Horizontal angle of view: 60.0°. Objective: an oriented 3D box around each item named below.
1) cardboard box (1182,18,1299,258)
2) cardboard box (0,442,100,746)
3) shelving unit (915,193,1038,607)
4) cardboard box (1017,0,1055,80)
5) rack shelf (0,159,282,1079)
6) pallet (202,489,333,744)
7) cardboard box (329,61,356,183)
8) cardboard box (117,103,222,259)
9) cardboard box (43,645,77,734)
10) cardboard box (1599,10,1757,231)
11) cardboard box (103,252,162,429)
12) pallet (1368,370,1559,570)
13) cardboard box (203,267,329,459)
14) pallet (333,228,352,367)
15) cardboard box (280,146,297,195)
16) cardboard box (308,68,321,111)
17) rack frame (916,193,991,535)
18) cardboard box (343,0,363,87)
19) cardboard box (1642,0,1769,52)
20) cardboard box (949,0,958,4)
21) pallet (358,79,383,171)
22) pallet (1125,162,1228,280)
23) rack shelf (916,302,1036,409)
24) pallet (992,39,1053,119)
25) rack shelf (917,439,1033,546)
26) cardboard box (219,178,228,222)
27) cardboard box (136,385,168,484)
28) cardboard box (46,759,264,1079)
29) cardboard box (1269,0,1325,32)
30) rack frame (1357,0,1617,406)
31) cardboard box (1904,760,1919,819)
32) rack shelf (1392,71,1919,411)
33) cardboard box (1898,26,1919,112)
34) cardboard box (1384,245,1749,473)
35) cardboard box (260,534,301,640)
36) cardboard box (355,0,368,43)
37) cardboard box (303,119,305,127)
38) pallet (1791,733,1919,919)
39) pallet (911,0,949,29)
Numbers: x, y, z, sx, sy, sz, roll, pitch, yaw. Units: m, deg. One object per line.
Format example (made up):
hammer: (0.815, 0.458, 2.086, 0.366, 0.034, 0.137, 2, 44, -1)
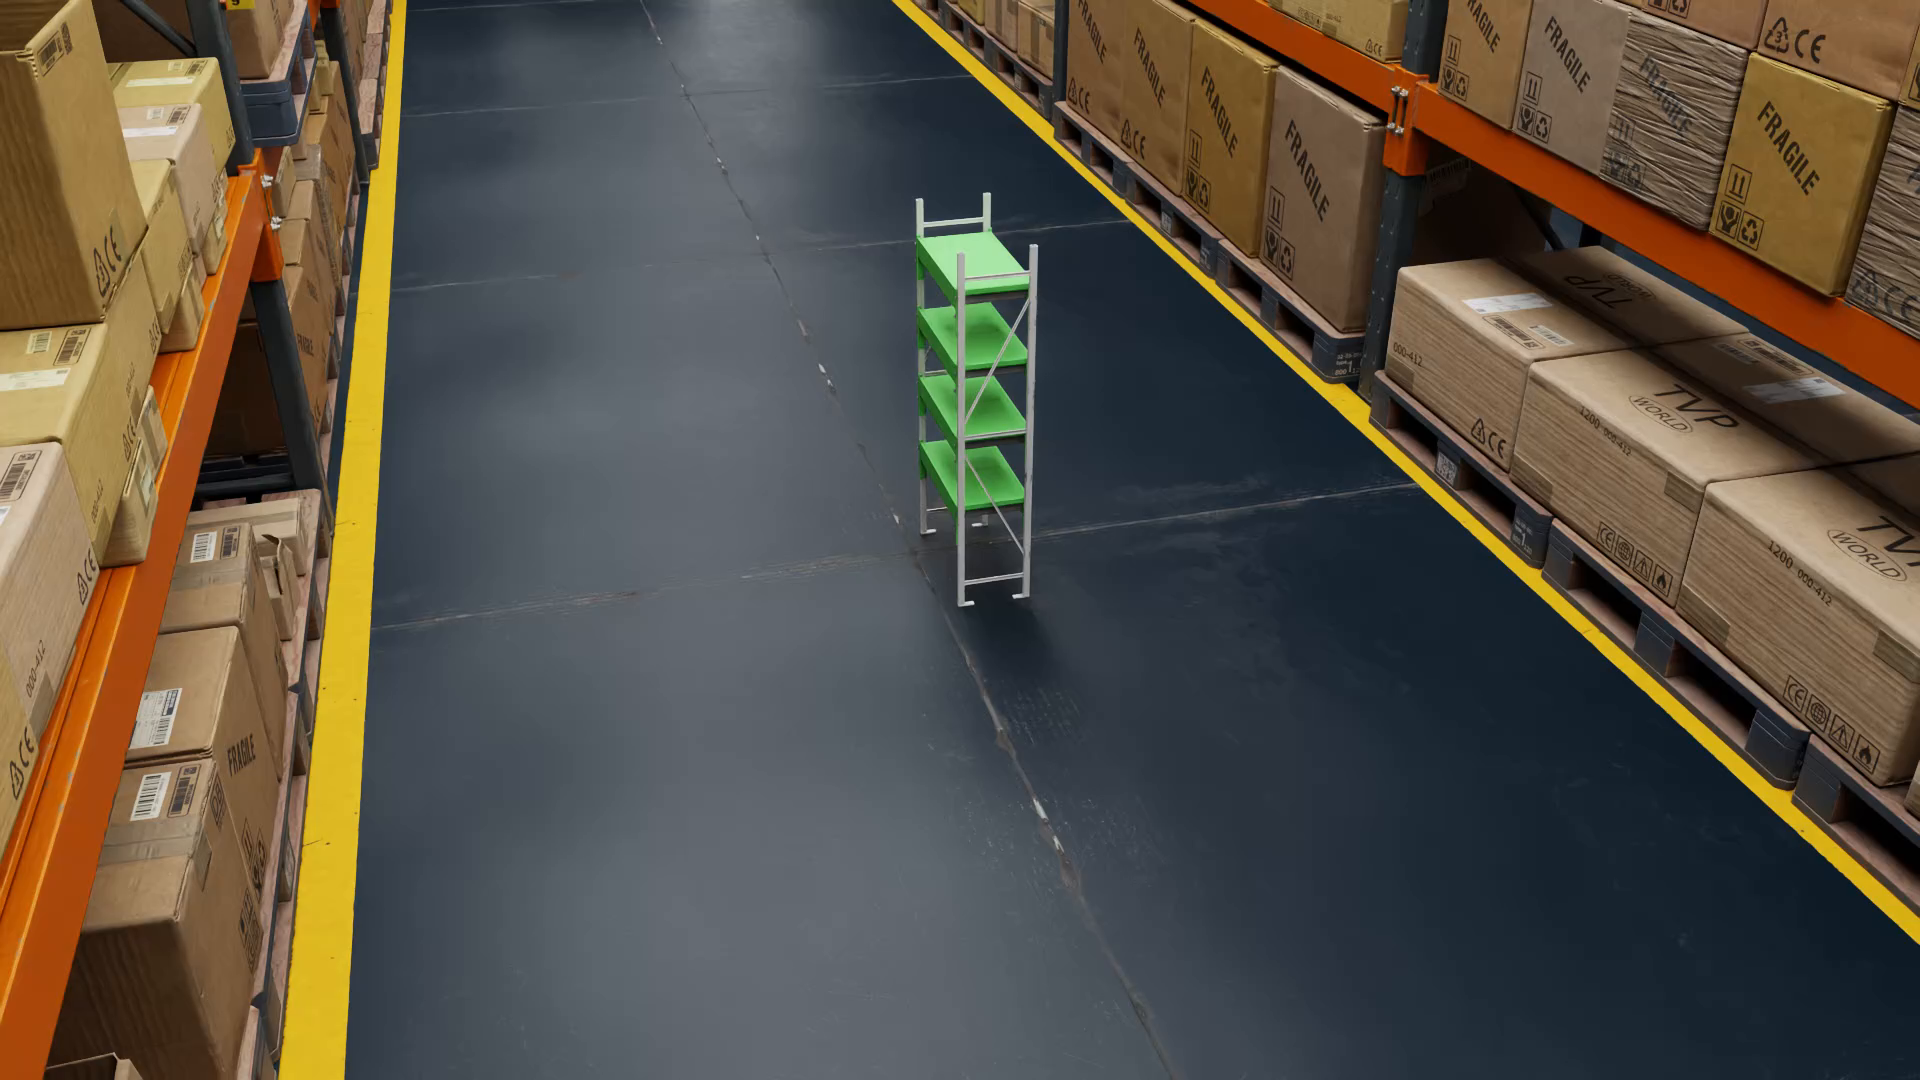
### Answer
cardboard box: (1.627, -1.916, 7.768, 0.875, 0.875, 0.875, -7, 31, -12)
cardboard box: (-1.602, 0.102, 2.433, 0.500, 0.250, 0.500, -8, 31, -13)
shelving unit: (0.044, -0.439, 5.311, 0.258, 1.200, 0.503, -8, 31, -13)
cardboard box: (0.913, -3.180, 10.454, 0.950, 0.372, 0.625, -10, 32, -17)
rack shelf: (-2.138, 0.009, 3.458, 1.077, 0.370, 4.000, -8, 31, -13)
pallet: (-2.488, 0.271, 5.072, 1.003, 0.211, 1.213, -8, 31, -13)
cardboard box: (-3.411, -2.124, 8.501, 0.500, 0.500, 0.500, -7, 31, -12)
cardboard box: (-2.152, -0.878, 4.126, 0.500, 0.250, 0.500, -8, 31, -13)
cardboard box: (-1.654, 0.208, 2.647, 0.380, 0.149, 0.250, -7, 31, -12)
cardboard box: (2.243, -1.227, 4.775, 0.500, 0.500, 0.500, -8, 31, -13)
cardboard box: (-1.896, -0.387, 3.277, 0.500, 0.250, 0.500, -9, 31, -15)
pallet: (2.242, -0.345, 6.136, 1.003, 0.211, 1.213, -8, 31, -13)
cardboard box: (-2.581, -0.631, 5.923, 0.500, 0.500, 0.500, -7, 31, -11)
pallet: (-3.249, -1.039, 7.335, 1.003, 0.211, 1.213, -8, 31, -13)
cardboard box: (-2.915, -1.479, 6.740, 0.380, 0.149, 0.250, -7, 31, -11)
cardboard box: (-3.226, -2.115, 7.838, 0.380, 0.149, 0.250, -9, 31, -15)
rack frame: (-0.021, -0.557, 5.515, 0.240, 1.200, 0.015, -8, 31, -13)
cardboard box: (-4.064, -2.971, 9.841, 0.875, 0.625, 0.625, -7, 31, -12)
cardboard box: (2.262, -1.650, 4.508, 0.500, 0.500, 0.500, -7, 31, -12)
cardboard box: (0.328, -4.238, 12.282, 0.950, 0.372, 0.625, -6, 31, -10)
pallet: (-3.912, -2.396, 9.678, 1.003, 0.211, 1.213, -8, 31, -13)
pallet: (1.511, -1.676, 8.435, 1.003, 0.211, 1.213, -8, 31, -13)
rack shelf: (0.044, -0.592, 5.223, 0.258, 0.148, 0.480, -8, 31, -13)
pallet: (0.848, -3.032, 10.778, 1.003, 0.211, 1.213, -8, 31, -13)
rack shelf: (0.044, -0.176, 5.464, 0.258, 0.148, 0.480, -8, 31, -13)
cardboard box: (-2.251, -0.916, 4.589, 0.380, 0.149, 0.250, -7, 31, -12)
cardboard box: (-1.814, -0.176, 3.310, 0.380, 0.149, 0.250, -7, 31, -12)
cardboard box: (-1.868, 0.838, 3.384, 0.700, 0.500, 0.500, -7, 31, -11)
cardboard box: (1.619, -2.294, 6.869, 0.500, 0.250, 0.500, -8, 31, -14)
rack frame: (2.116, -1.930, 6.090, 1.000, 3.000, 0.127, -8, 31, -13)
cardboard box: (2.906, 0.624, 3.816, 0.875, 0.438, 0.875, -9, 31, -15)
rack shelf: (2.646, -0.652, 4.601, 1.077, 0.370, 4.000, -8, 31, -13)
cardboard box: (2.525, -1.163, 3.667, 0.500, 0.500, 0.500, -8, 31, -14)
cardboard box: (2.179, -0.685, 6.078, 0.875, 0.438, 0.875, -8, 31, -14)
cardboard box: (-2.143, 0.136, 4.831, 0.396, 0.266, 0.258, -7, 31, -11)
cardboard box: (-4.445, -3.659, 11.029, 0.875, 0.625, 0.625, -8, 31, -14)
cardboard box: (-3.133, -1.861, 7.399, 0.380, 0.149, 0.250, -8, 31, -14)
pallet: (2.890, 0.833, 4.100, 1.003, 0.211, 1.213, -8, 31, -13)
pallet: (0.200, -4.211, 12.814, 1.003, 0.211, 1.213, -8, 31, -13)
